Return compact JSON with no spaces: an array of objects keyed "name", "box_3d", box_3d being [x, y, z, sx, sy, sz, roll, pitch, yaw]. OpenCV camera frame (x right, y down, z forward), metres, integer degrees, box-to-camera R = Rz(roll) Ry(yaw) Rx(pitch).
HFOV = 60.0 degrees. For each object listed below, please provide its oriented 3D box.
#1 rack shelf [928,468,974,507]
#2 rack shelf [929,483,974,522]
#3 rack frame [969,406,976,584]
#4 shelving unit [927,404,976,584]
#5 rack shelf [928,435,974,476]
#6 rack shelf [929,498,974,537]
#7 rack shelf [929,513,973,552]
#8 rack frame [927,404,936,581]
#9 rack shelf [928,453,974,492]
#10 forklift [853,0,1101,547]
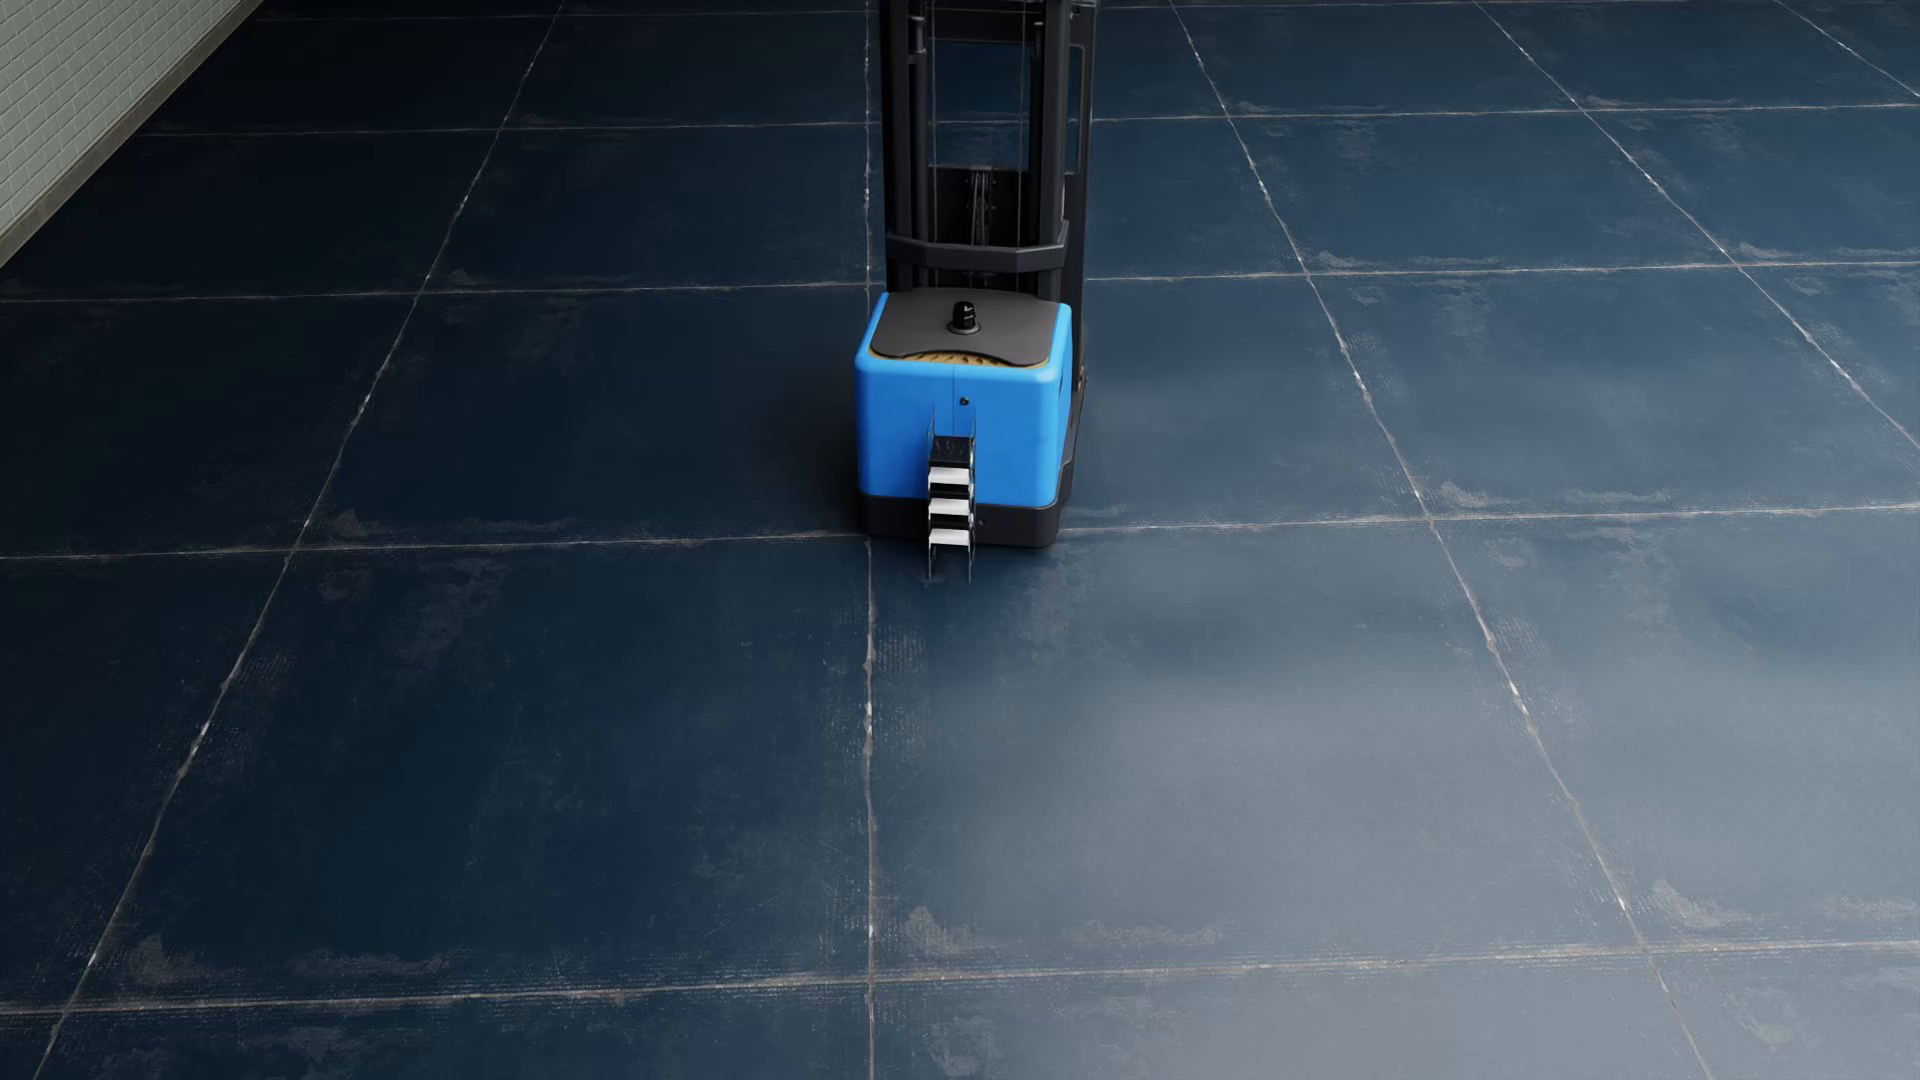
[{"name":"rack shelf","box_3d":[-0.041,-0.269,8.249,0.200,0.077,0.258,4,35,5]},{"name":"rack shelf","box_3d":[-0.041,-0.195,8.300,0.200,0.077,0.258,4,35,5]},{"name":"rack frame","box_3d":[0.060,-0.216,8.272,0.006,0.900,0.240,4,35,5]},{"name":"shelving unit","box_3d":[-0.041,-0.223,8.281,0.210,0.900,0.258,4,35,5]},{"name":"rack shelf","box_3d":[-0.041,-0.417,8.147,0.200,0.077,0.258,4,35,5]},{"name":"rack shelf","box_3d":[-0.041,-0.121,8.351,0.200,0.077,0.258,4,35,5]},{"name":"rack shelf","box_3d":[-0.041,-0.047,8.403,0.200,0.077,0.258,4,35,5]},{"name":"rack frame","box_3d":[-0.142,-0.230,8.291,0.006,0.900,0.240,4,35,5]},{"name":"rack shelf","box_3d":[-0.041,-0.343,8.198,0.200,0.077,0.258,4,35,5]},{"name":"forklift","box_3d":[0.171,-1.994,9.056,1.130,2.935,3.031,4,35,6]}]
